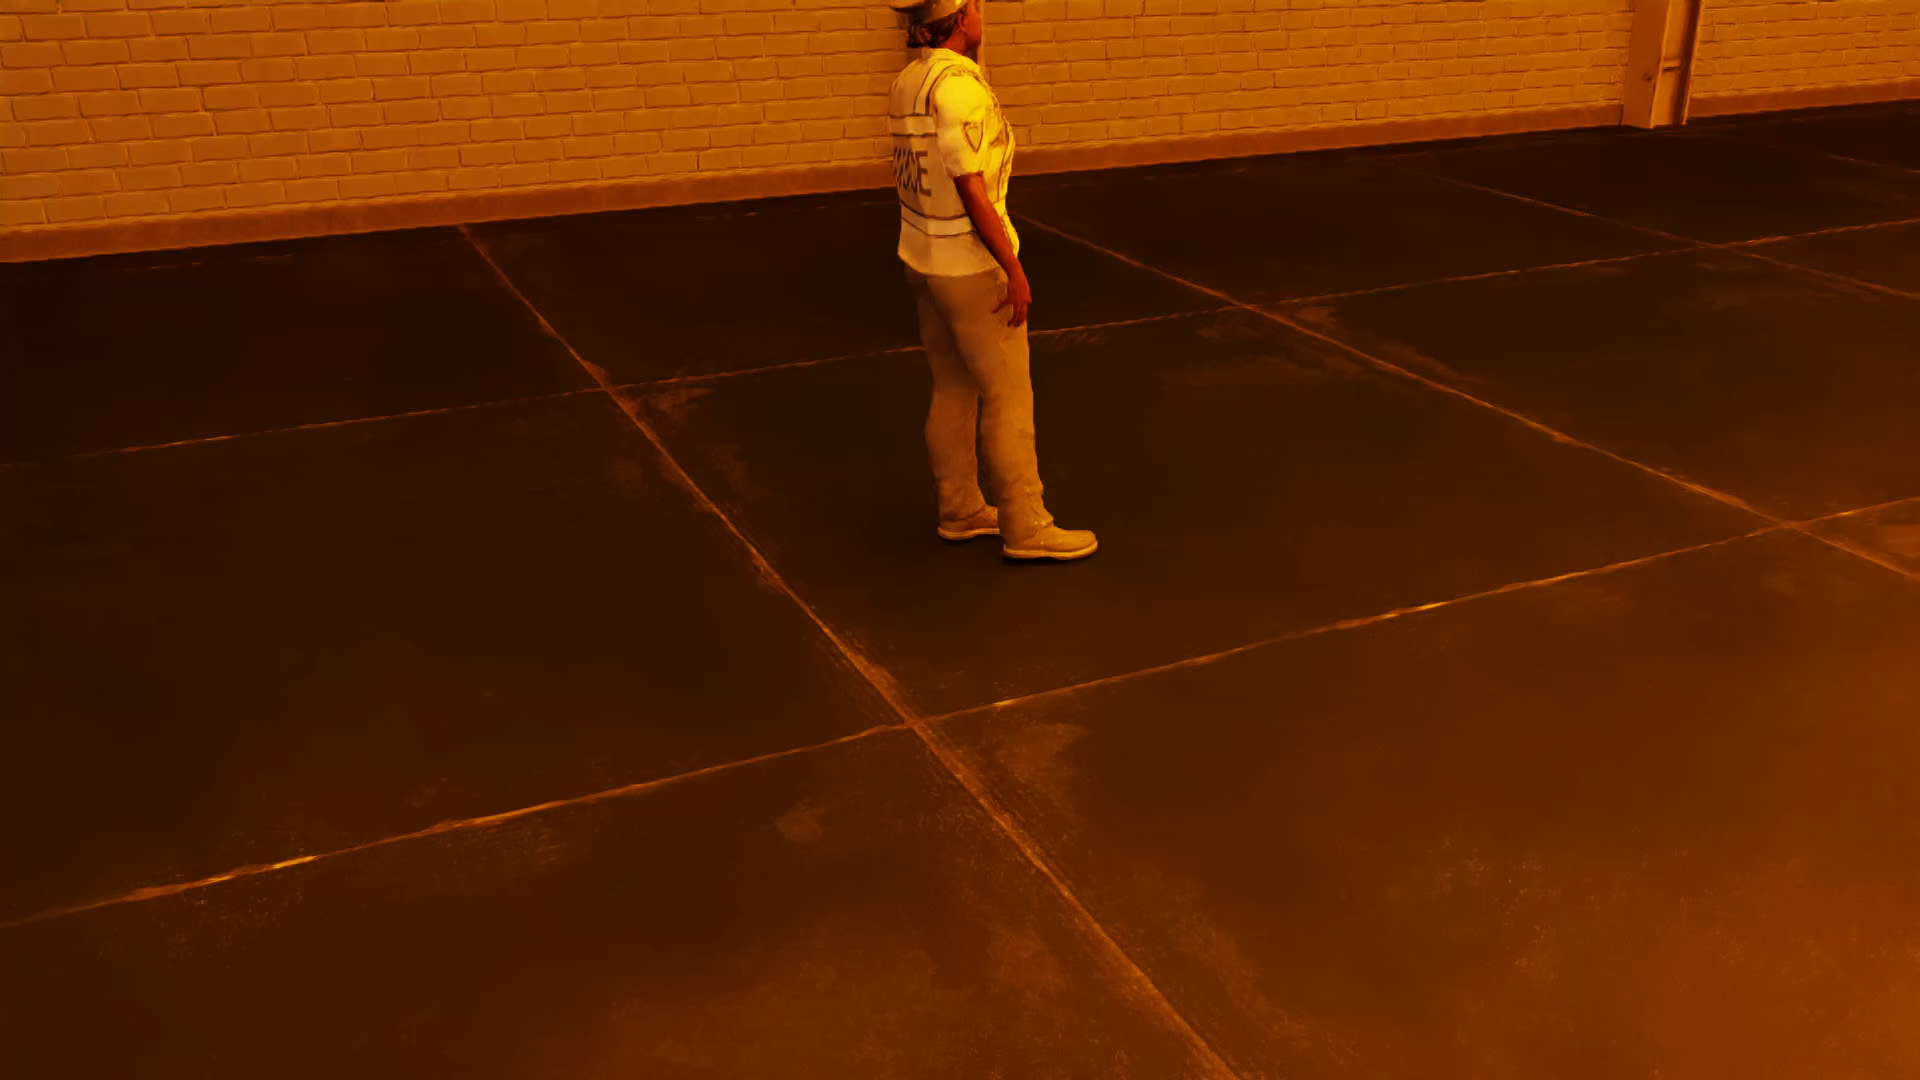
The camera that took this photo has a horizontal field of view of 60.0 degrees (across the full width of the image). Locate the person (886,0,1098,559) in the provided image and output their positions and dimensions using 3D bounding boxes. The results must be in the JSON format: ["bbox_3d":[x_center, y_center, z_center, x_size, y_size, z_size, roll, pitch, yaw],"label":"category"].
[{"bbox_3d":[0.076,-0.795,4.792,0.529,1.695,0.570,-10,25,-23],"label":"person"}]
